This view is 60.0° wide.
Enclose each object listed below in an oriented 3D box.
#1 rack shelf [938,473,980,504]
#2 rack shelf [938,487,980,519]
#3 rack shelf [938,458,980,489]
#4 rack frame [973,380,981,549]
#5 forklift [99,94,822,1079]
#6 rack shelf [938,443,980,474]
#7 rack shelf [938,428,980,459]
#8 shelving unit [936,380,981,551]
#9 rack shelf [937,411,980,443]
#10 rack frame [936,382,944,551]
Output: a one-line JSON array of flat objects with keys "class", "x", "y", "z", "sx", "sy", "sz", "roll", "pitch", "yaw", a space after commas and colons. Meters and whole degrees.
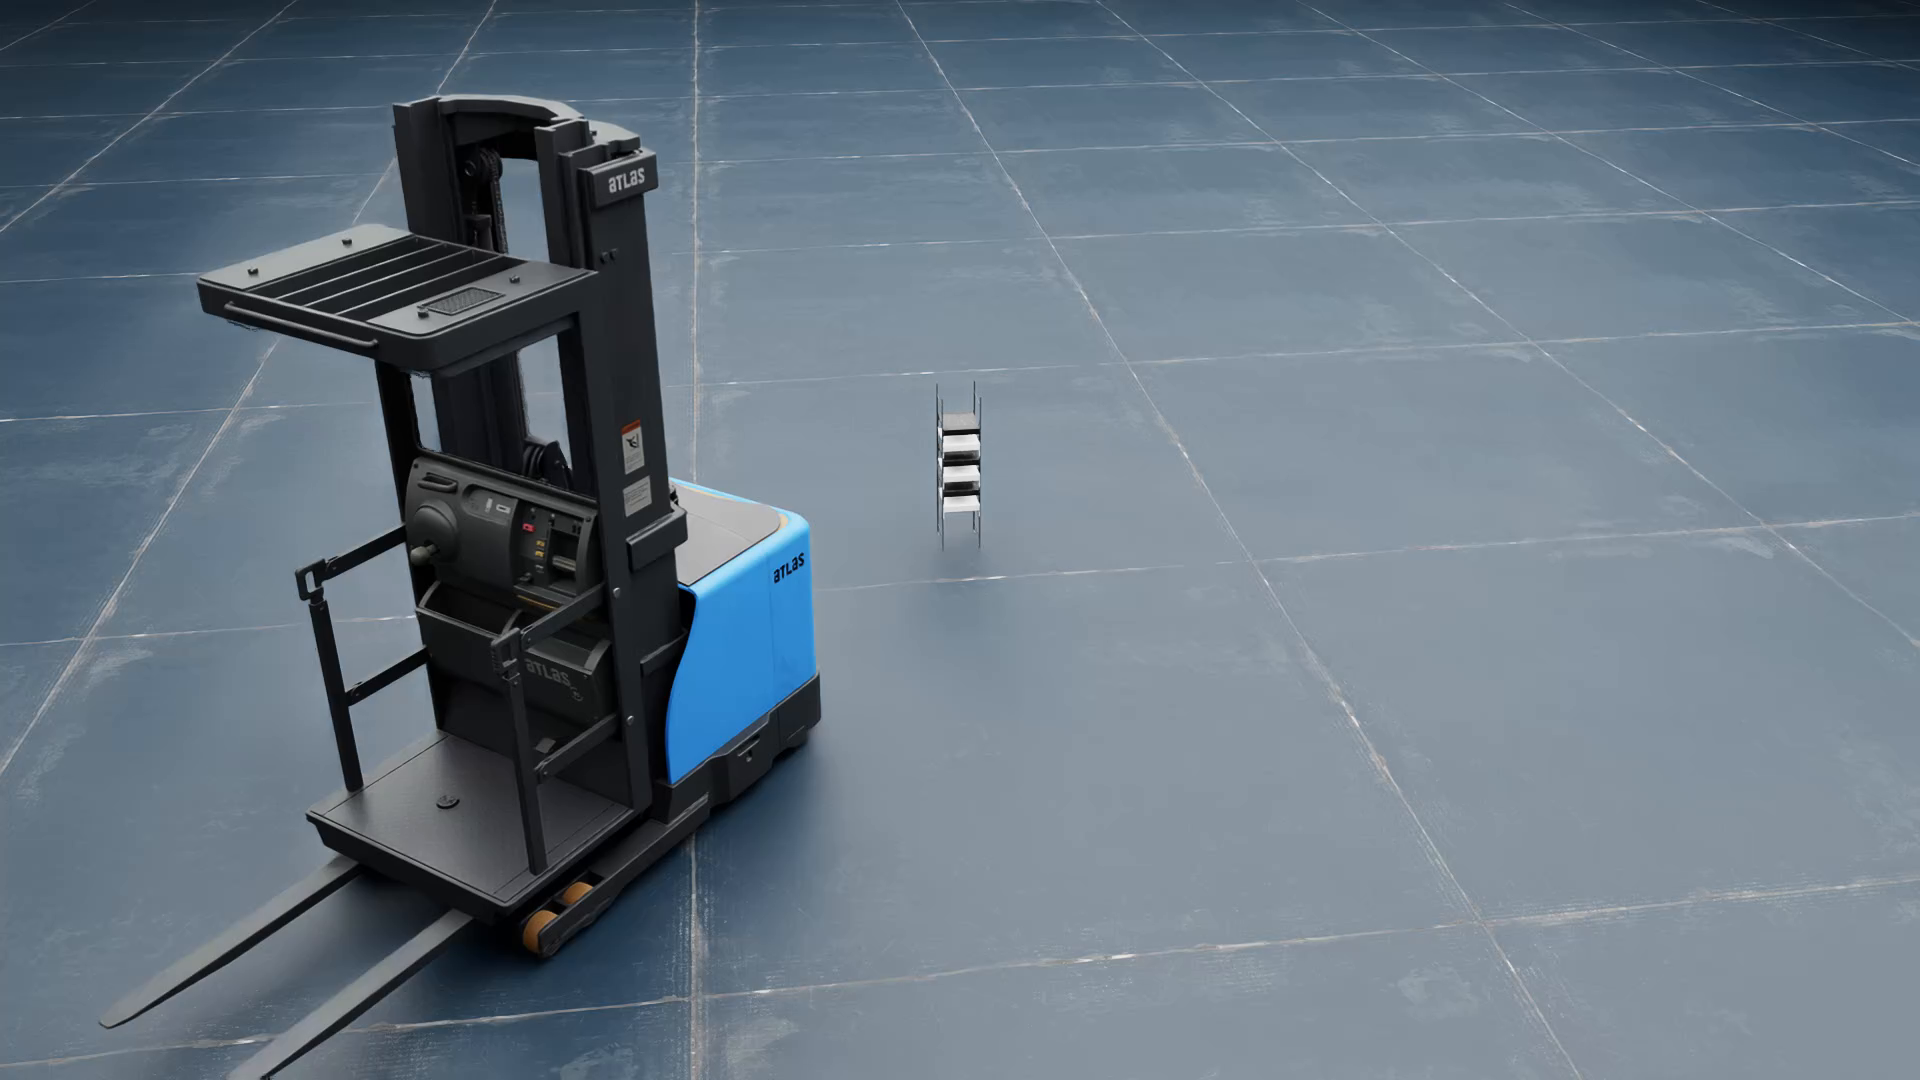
[{"class": "rack shelf", "x": -0.008, "y": -0.290, "z": 9.100, "sx": 0.200, "sy": 0.077, "sz": 0.258, "roll": -4, "pitch": 27, "yaw": -7}, {"class": "rack shelf", "x": -0.008, "y": -0.210, "z": 9.141, "sx": 0.200, "sy": 0.077, "sz": 0.258, "roll": -4, "pitch": 27, "yaw": -7}, {"class": "rack shelf", "x": -0.008, "y": -0.370, "z": 9.059, "sx": 0.200, "sy": 0.077, "sz": 0.258, "roll": -4, "pitch": 27, "yaw": -7}, {"class": "rack frame", "x": 0.093, "y": -0.406, "z": 9.056, "sx": 0.006, "sy": 0.900, "sz": 0.240, "roll": -4, "pitch": 27, "yaw": -7}, {"class": "forklift", "x": -1.827, "y": 0.008, "z": 6.024, "sx": 1.130, "sy": 2.935, "sz": 3.031, "roll": 16, "pitch": 31, "yaw": 28}, {"class": "rack shelf", "x": -0.008, "y": -0.450, "z": 9.018, "sx": 0.200, "sy": 0.077, "sz": 0.258, "roll": -4, "pitch": 27, "yaw": -7}, {"class": "rack shelf", "x": -0.008, "y": -0.530, "z": 8.977, "sx": 0.200, "sy": 0.077, "sz": 0.258, "roll": -4, "pitch": 27, "yaw": -7}, {"class": "shelving unit", "x": -0.008, "y": -0.400, "z": 9.044, "sx": 0.210, "sy": 0.900, "sz": 0.258, "roll": -4, "pitch": 27, "yaw": -7}, {"class": "rack shelf", "x": -0.008, "y": -0.610, "z": 8.936, "sx": 0.200, "sy": 0.077, "sz": 0.258, "roll": -4, "pitch": 27, "yaw": -7}, {"class": "rack frame", "x": -0.109, "y": -0.393, "z": 9.031, "sx": 0.006, "sy": 0.900, "sz": 0.240, "roll": -4, "pitch": 27, "yaw": -7}]
